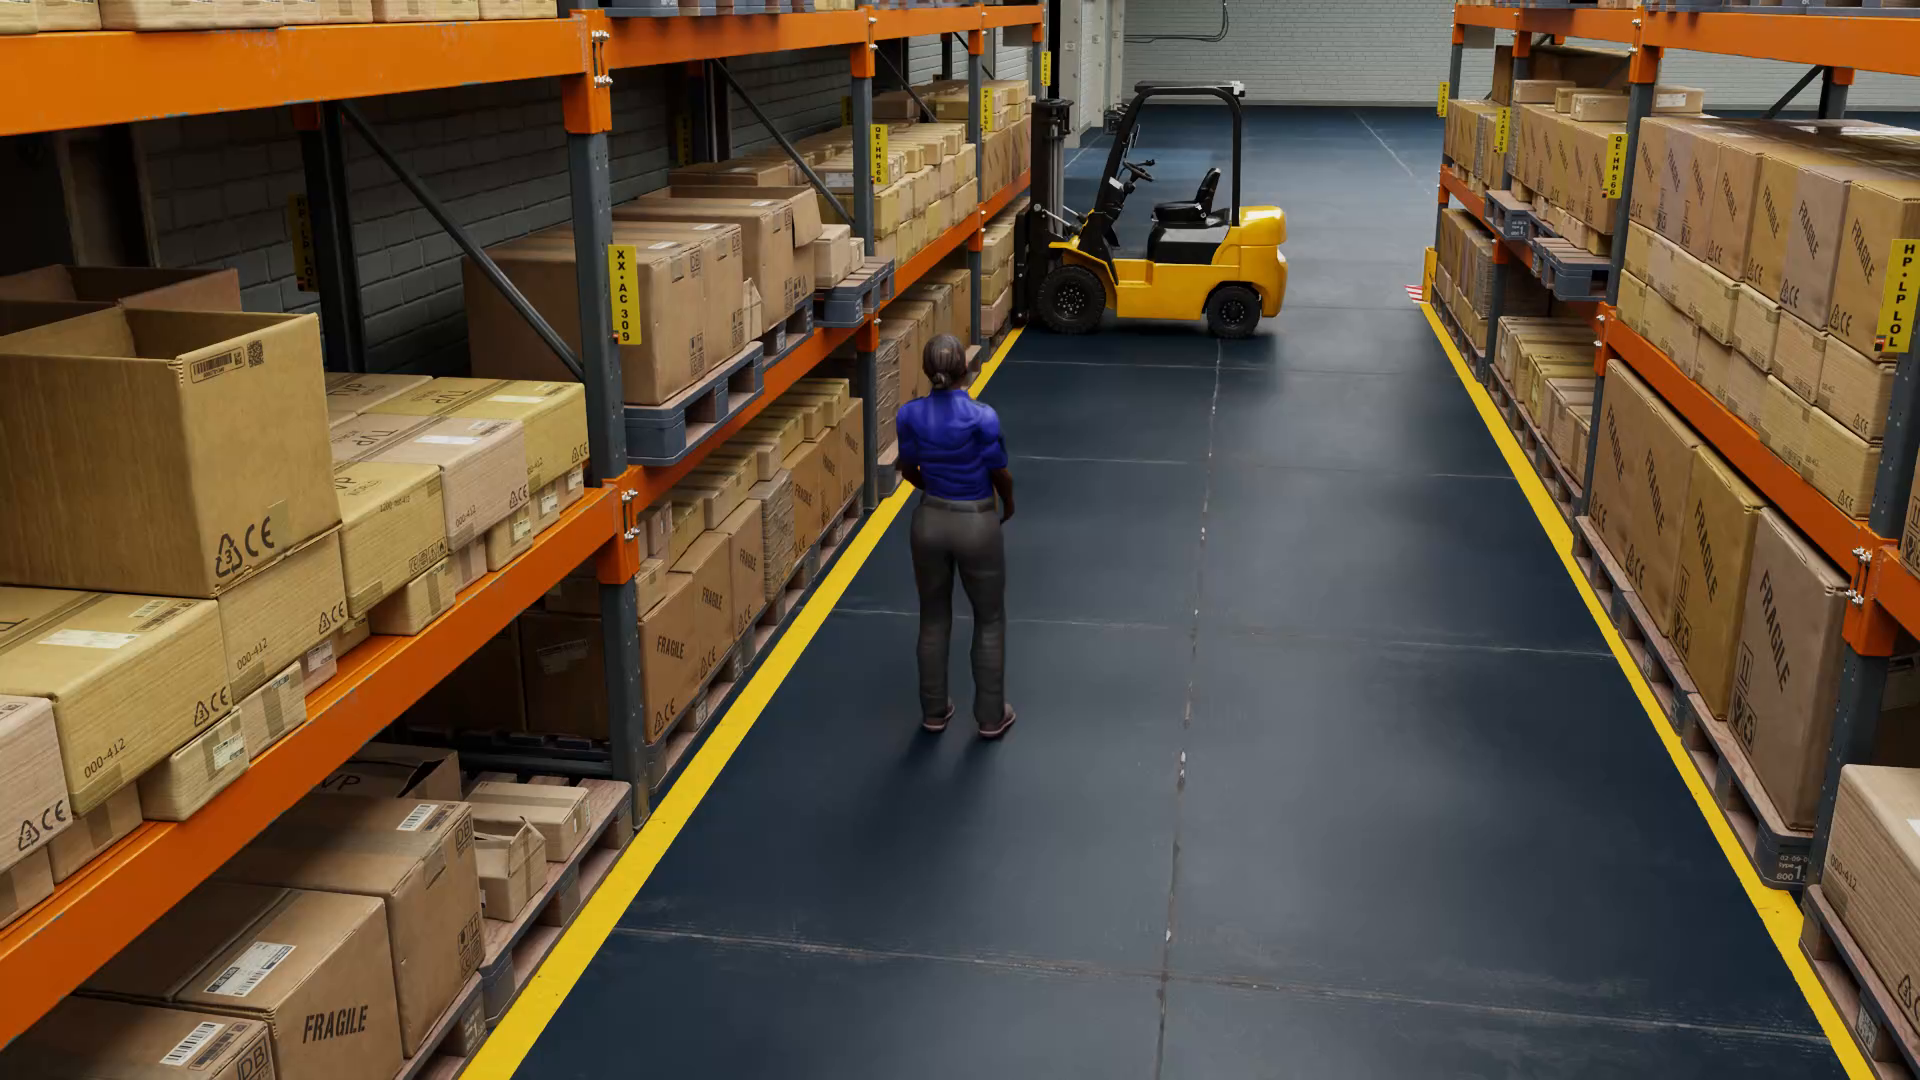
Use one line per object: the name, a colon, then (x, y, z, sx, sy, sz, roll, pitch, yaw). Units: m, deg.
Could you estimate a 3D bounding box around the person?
person: (0.002, -0.032, 6.661, 0.456, 1.656, 0.503, 6, 19, 19)
